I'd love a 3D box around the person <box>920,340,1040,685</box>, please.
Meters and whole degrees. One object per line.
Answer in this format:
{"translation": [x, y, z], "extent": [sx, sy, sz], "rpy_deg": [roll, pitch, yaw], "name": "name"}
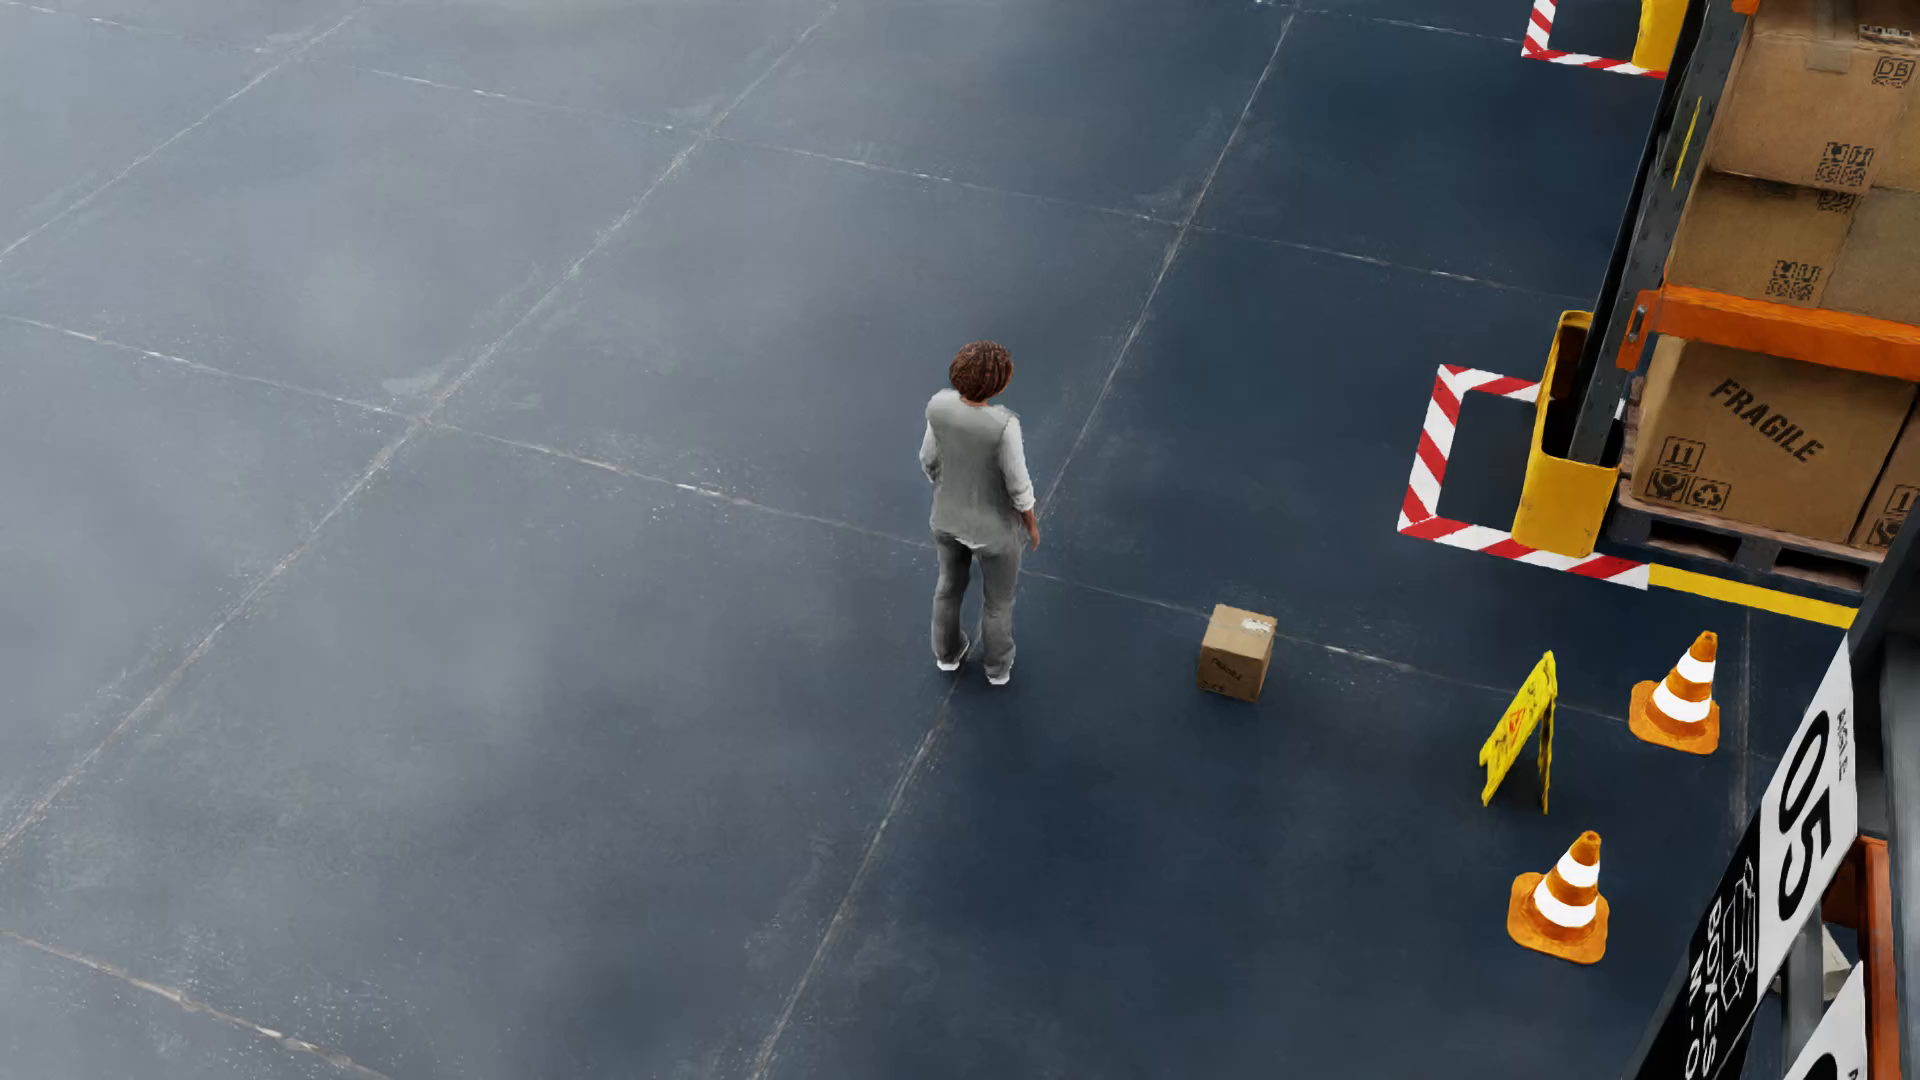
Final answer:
{"translation": [0.075, -0.071, 6.233], "extent": [0.460, 1.632, 0.363], "rpy_deg": [23, 47, 23], "name": "person"}
